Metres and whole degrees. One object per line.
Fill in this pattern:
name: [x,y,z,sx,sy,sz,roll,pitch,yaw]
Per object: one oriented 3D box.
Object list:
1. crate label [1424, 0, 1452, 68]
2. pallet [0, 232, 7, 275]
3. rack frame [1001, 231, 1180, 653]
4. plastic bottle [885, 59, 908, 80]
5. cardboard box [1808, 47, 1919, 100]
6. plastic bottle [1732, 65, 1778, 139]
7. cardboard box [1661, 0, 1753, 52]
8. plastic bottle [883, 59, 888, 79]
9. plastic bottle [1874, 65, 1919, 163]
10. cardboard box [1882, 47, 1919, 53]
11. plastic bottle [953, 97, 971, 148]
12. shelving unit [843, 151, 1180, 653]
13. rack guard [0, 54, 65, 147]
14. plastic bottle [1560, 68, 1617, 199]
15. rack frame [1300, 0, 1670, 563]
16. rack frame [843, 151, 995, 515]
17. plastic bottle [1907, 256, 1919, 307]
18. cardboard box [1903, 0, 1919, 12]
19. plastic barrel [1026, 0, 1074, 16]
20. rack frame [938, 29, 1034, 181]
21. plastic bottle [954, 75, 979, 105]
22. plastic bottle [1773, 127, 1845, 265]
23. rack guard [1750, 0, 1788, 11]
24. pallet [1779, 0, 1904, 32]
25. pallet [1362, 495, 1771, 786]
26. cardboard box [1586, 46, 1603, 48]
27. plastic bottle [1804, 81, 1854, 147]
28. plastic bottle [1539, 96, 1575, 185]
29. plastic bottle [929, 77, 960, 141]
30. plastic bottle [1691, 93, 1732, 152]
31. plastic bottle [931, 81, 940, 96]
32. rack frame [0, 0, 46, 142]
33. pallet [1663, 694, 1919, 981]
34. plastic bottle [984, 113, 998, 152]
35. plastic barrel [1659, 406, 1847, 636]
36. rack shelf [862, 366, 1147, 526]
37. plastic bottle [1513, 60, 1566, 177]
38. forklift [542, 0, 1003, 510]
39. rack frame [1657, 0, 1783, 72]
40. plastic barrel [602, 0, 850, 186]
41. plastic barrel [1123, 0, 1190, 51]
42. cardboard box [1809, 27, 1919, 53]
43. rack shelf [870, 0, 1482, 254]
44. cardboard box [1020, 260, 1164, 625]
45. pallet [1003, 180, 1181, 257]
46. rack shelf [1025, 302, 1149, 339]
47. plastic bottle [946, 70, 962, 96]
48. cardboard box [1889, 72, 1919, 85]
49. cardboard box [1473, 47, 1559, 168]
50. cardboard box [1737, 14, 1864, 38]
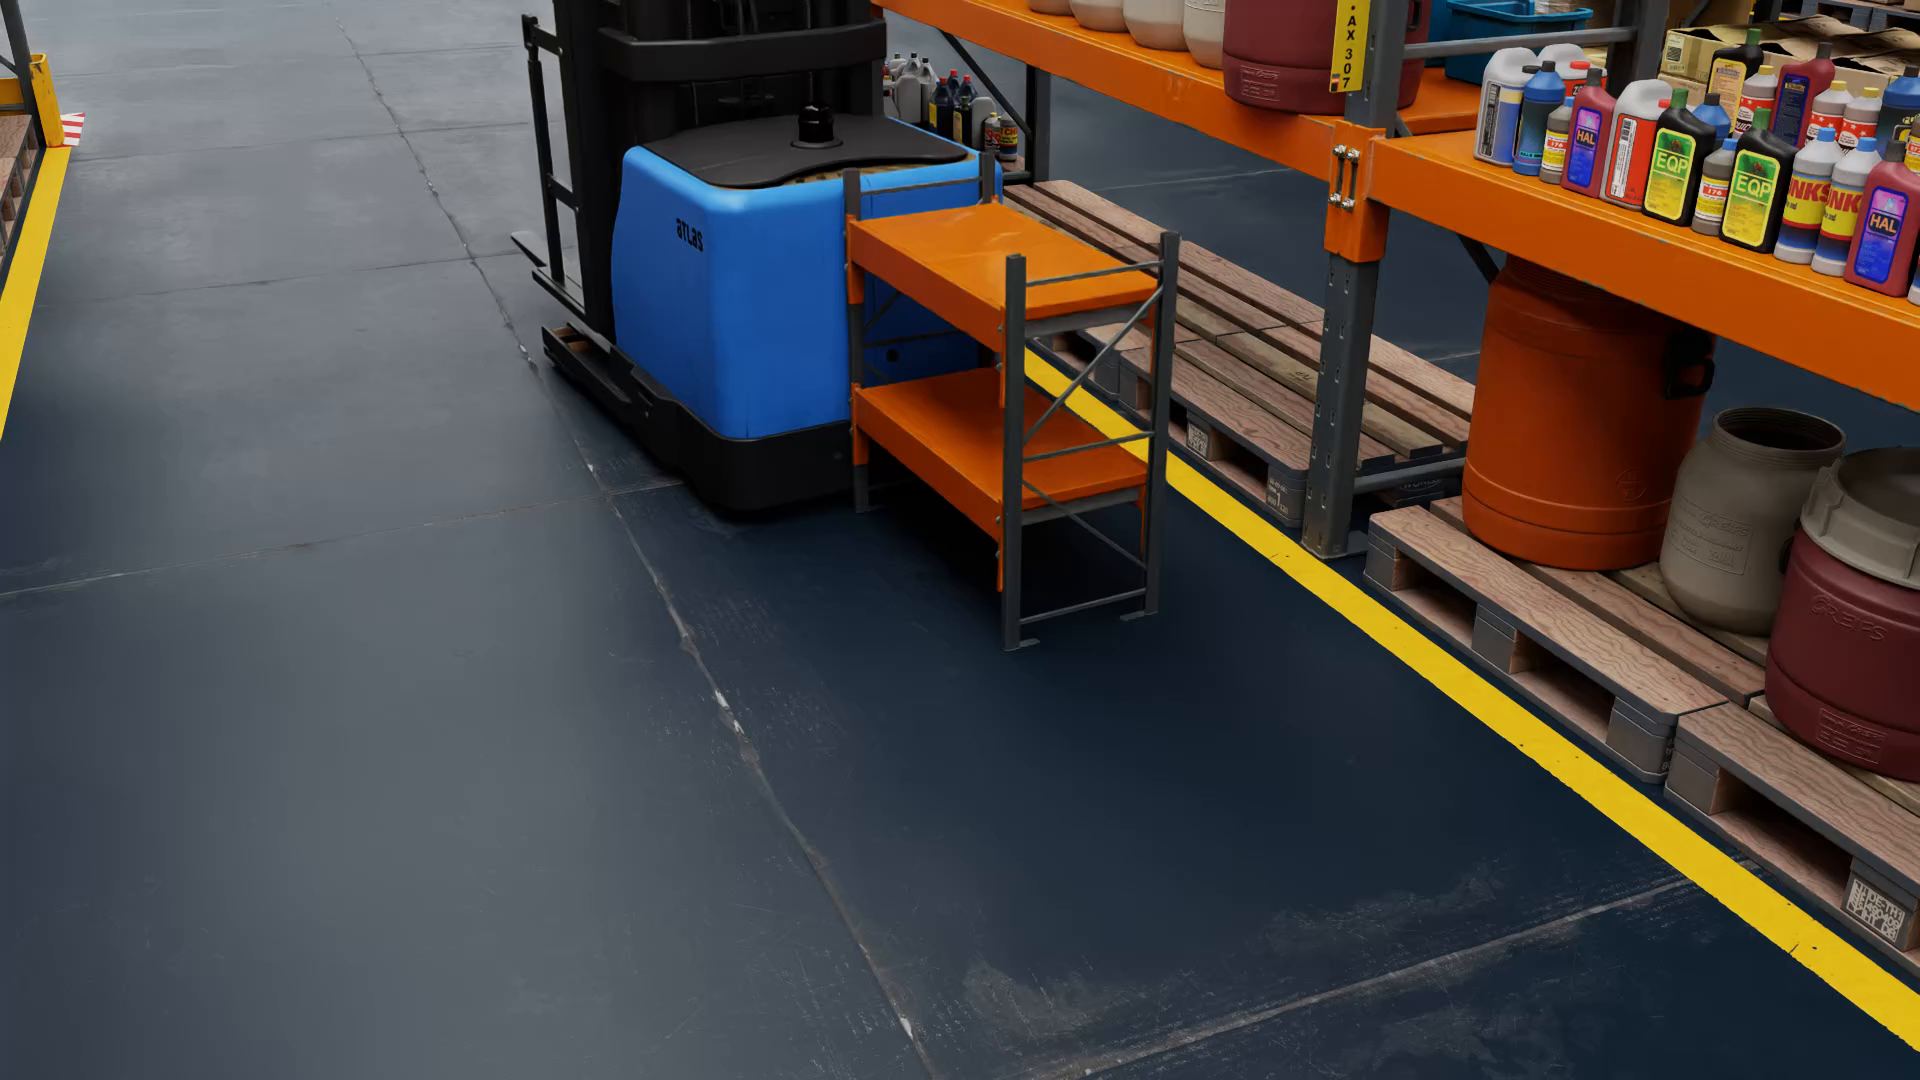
crate label: [1.408,-1.851,5.582,0.502,0.435,0.616,-11,28,-21]
pallet: [-4.871,-1.163,7.392,1.003,0.211,1.213,-11,28,-21]
rack frame: [0.343,-0.247,4.474,0.500,1.125,0.032,-13,29,-24]
plastic bottle: [-0.389,-2.818,10.206,0.152,0.276,0.135,-10,28,-20]
cardboard box: [4.869,-2.436,8.836,0.500,0.311,0.500,-12,28,-22]
plastic bottle: [2.128,-1.158,4.430,0.097,0.201,0.097,0,26,0]
cardboard box: [4.647,-3.383,10.560,0.500,0.500,0.500,-11,28,-21]
plastic bottle: [-0.486,-2.803,10.167,0.061,0.283,0.133,-11,28,-21]
plastic bottle: [2.294,-1.018,4.063,0.097,0.271,0.097,0,26,0]
cardboard box: [5.366,-2.532,9.033,0.500,0.311,0.500,-11,28,-21]
plastic bottle: [0.011,-2.290,9.117,0.061,0.283,0.133,-11,28,-21]
shelving unit: [-11.334,-3.458,5.494,19.179,6.000,14.799,-13,29,-24]
rack guard: [-6.112,-2.612,10.030,1.175,0.500,0.348,-11,28,-21]
plastic bottle: [1.507,-0.964,3.939,0.061,0.283,0.133,-11,28,-21]
rack frame: [1.548,-1.387,4.673,1.000,3.000,0.127,-11,28,-21]
rack frame: [-0.120,-0.644,5.288,0.500,1.125,0.032,-13,29,-24]
plastic bottle: [1.893,-0.582,3.169,0.097,0.271,0.097,0,26,0]
cardboard box: [8.184,-4.564,13.526,0.700,0.500,0.500,-12,29,-24]
plastic barrel: [0.442,-2.343,6.475,0.433,0.535,0.433,0,26,0]
rack frame: [-0.021,-3.002,7.979,0.949,2.616,0.053,-11,28,-21]
plastic bottle: [0.047,-2.407,9.278,0.144,0.351,0.185,-10,28,-19]
plastic bottle: [2.178,-0.287,2.566,0.097,0.271,2.212,-11,28,-21]
rack guard: [7.561,-5.165,15.259,1.175,0.500,0.348,-11,28,-21]
pallet: [5.877,-1.760,8.614,9.879,0.211,12.008,-11,28,-21]
pallet: [1.895,0.177,4.647,1.003,0.211,1.213,-11,28,-21]
cardboard box: [3.971,-3.158,10.955,0.500,0.250,0.500,-11,28,-21]
plastic bottle: [2.218,-1.065,4.239,0.097,0.201,0.097,0,26,0]
plastic bottle: [1.479,-0.977,4.059,0.097,0.201,0.097,0,26,0]
plastic bottle: [-0.085,-2.382,9.227,0.144,0.351,0.185,-11,28,-21]
plastic bottle: [1.678,-0.871,3.763,0.097,0.271,0.097,0,26,0]
plastic bottle: [-0.119,-2.500,9.560,0.097,0.271,0.097,0,26,0]
rack frame: [-6.142,-3.766,9.544,1.000,3.000,0.127,-11,28,-21]
pallet: [2.369,0.669,3.640,1.003,0.211,1.213,-11,28,-21]
plastic bottle: [0.181,-2.228,9.083,0.097,0.201,0.097,0,26,0]
plastic barrel: [2.059,-0.051,4.292,0.421,0.512,0.421,0,26,0]
rack shelf: [0.112,-0.292,4.956,0.459,0.093,0.952,-13,29,-24]
plastic bottle: [1.440,-1.048,4.124,0.097,0.271,0.097,0,26,0]
forklift: [-1.875,-10.647,23.816,19.219,2.843,38.197,-14,29,-26]
rack frame: [4.541,-3.852,9.720,1.000,3.000,0.127,-11,28,-21]
plastic barrel: [-0.734,-1.848,5.584,0.905,2.708,0.517,-11,28,-21]
plastic barrel: [0.784,-1.986,5.772,0.421,0.512,0.421,0,26,0]
cardboard box: [5.173,-2.734,9.446,0.500,0.311,0.500,-10,28,-19]
rack shelf: [0.765,-1.872,6.484,1.077,0.370,4.000,-11,28,-21]
cardboard box: [0.341,-0.247,4.474,0.475,0.981,0.025,-12,28,-23]
pallet: [0.325,-1.439,7.956,1.003,0.211,1.213,-11,28,-21]
rack shelf: [0.112,-0.757,4.729,0.416,0.054,0.922,-13,29,-24]
plastic bottle: [-0.026,-2.483,9.434,0.144,0.351,0.185,-12,28,-23]
cardboard box: [5.077,-2.227,8.408,0.500,0.311,0.500,-10,28,-19]
cardboard box: [5.470,0.347,2.493,5.886,1.356,7.345,-11,28,-21]
cardboard box: [4.963,-2.943,9.874,0.500,0.311,0.500,-11,28,-21]
